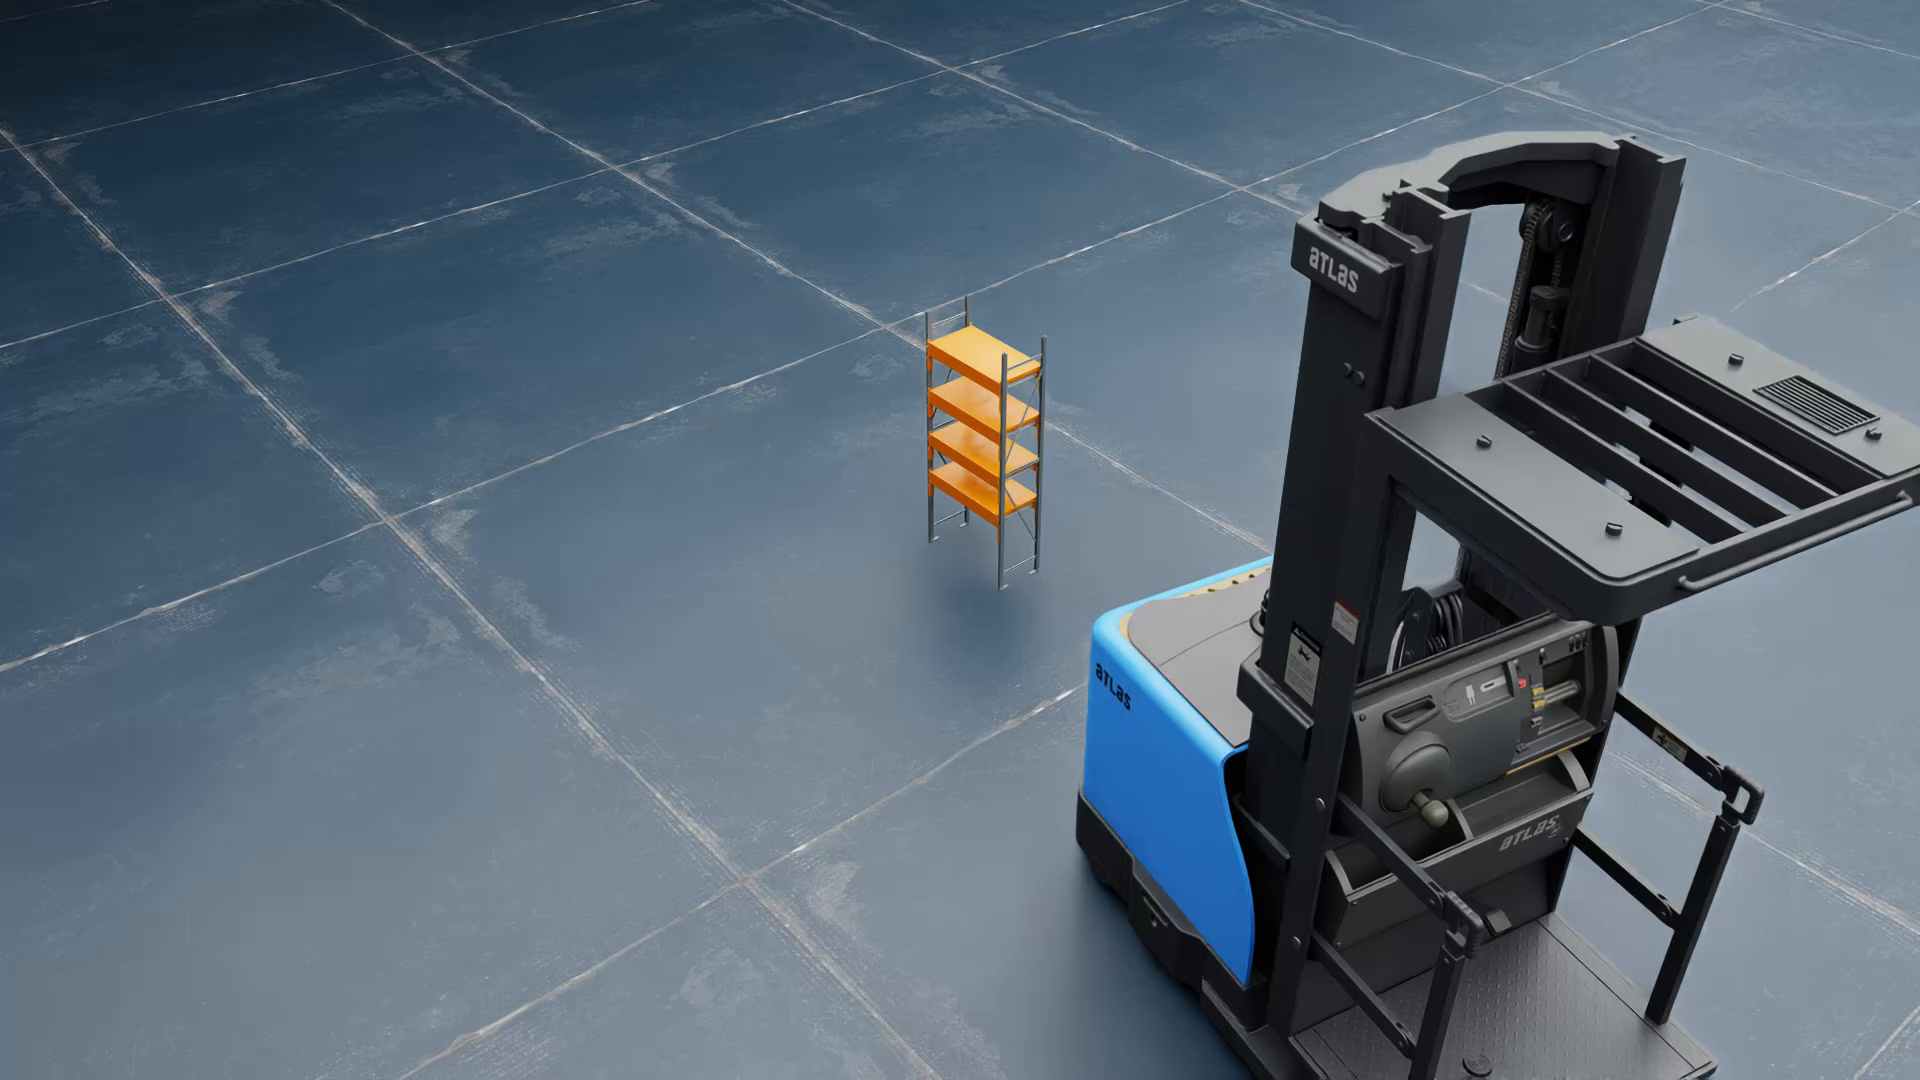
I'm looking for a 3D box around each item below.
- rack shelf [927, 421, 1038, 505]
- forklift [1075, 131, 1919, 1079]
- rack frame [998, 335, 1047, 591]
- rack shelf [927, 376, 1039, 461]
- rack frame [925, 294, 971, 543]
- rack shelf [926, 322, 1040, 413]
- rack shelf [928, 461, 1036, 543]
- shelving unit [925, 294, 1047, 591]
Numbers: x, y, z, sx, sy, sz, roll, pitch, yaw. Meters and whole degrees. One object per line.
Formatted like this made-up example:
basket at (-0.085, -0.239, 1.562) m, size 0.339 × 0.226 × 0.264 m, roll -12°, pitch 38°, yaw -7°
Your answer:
rack shelf at (0.107, -0.362, 7.339) m, size 0.258 × 0.148 × 0.480 m, roll -26°, pitch 43°, yaw -32°
forklift at (1.559, 0.554, 4.432) m, size 1.130 × 2.935 × 3.031 m, roll -17°, pitch 39°, yaw -23°
rack frame at (0.264, -0.309, 7.148) m, size 0.240 × 1.200 × 0.015 m, roll -26°, pitch 43°, yaw -32°
rack shelf at (0.107, -0.544, 7.210) m, size 0.258 × 0.148 × 0.480 m, roll -26°, pitch 43°, yaw -32°
rack frame at (-0.051, -0.524, 7.452) m, size 0.240 × 1.200 × 0.015 m, roll -26°, pitch 43°, yaw -32°
rack shelf at (0.107, -0.737, 7.073) m, size 0.258 × 0.148 × 0.480 m, roll -26°, pitch 43°, yaw -32°
rack shelf at (0.107, -0.200, 7.454) m, size 0.258 × 0.148 × 0.480 m, roll -26°, pitch 43°, yaw -32°
shelving unit at (0.107, -0.417, 7.300) m, size 0.258 × 1.200 × 0.503 m, roll -26°, pitch 43°, yaw -32°
